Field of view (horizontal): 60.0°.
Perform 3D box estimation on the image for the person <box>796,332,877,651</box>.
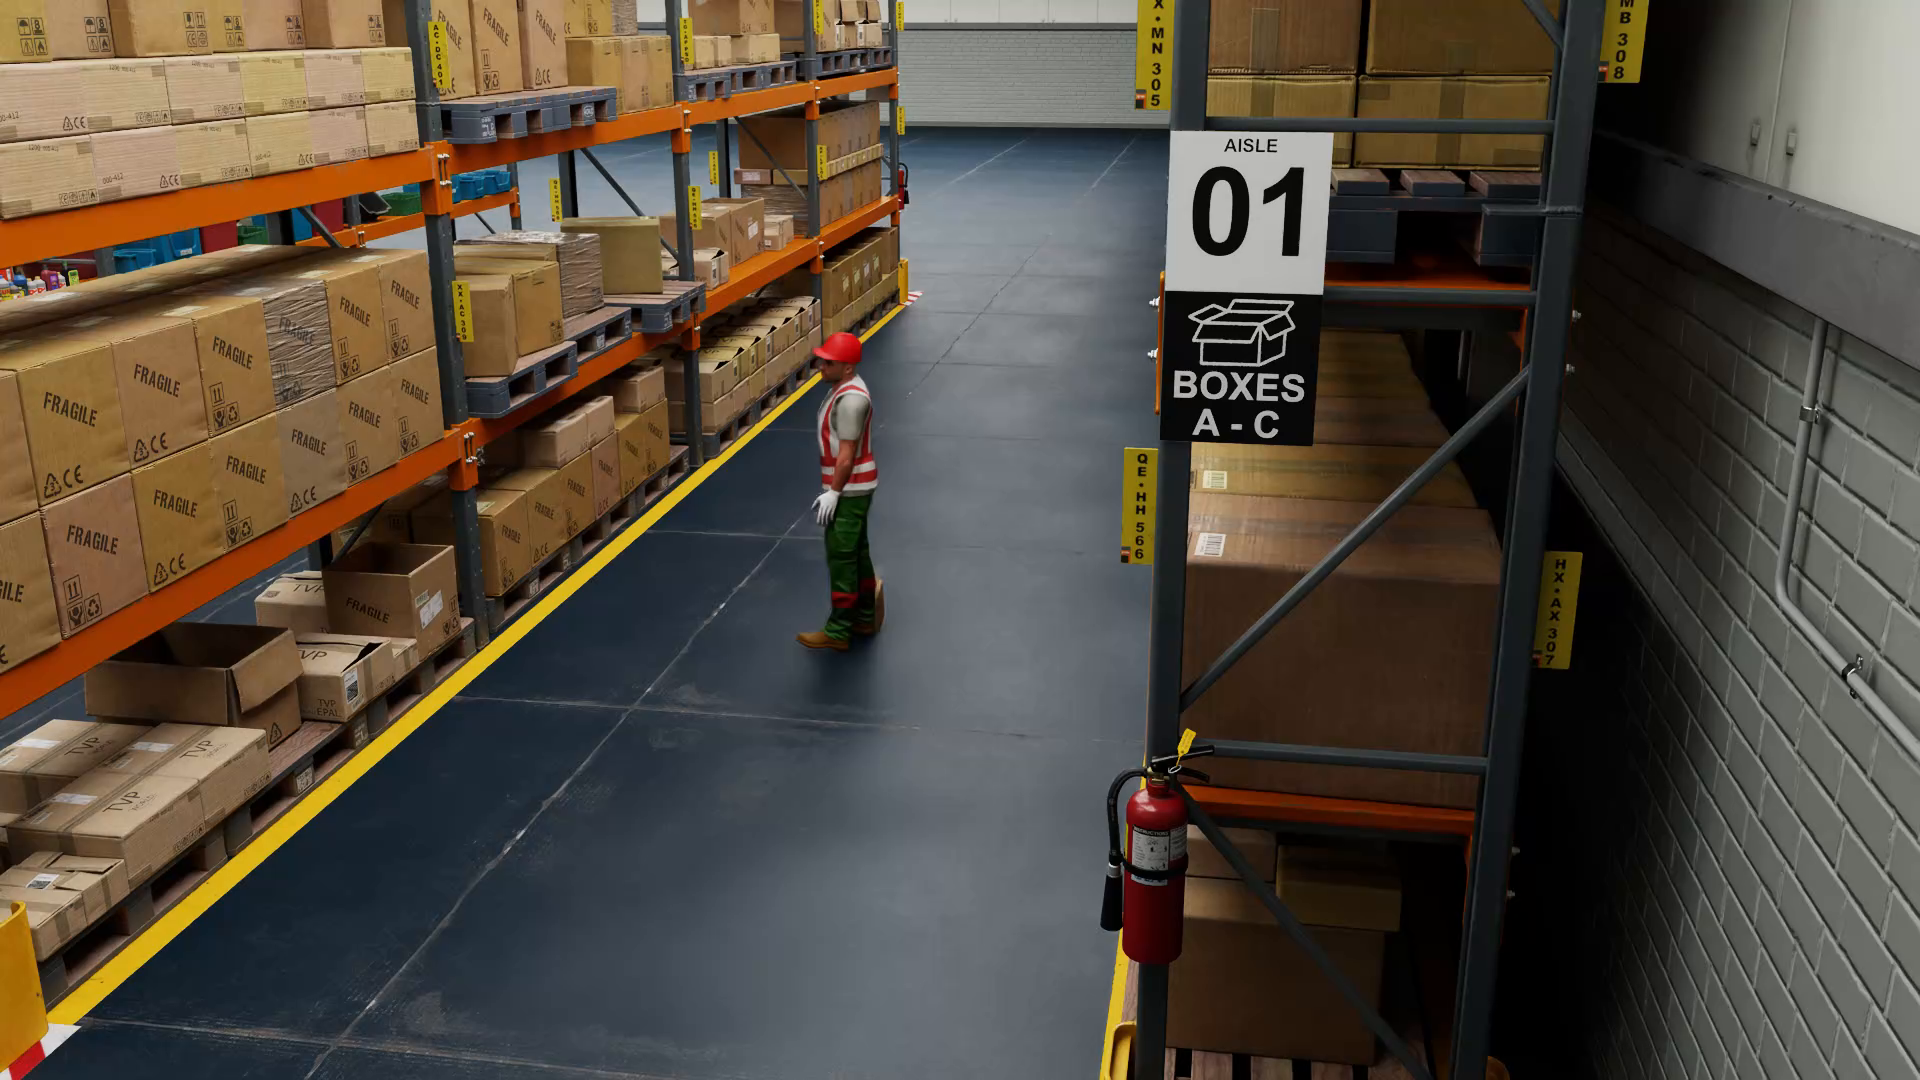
[{"bbox_3d":[-0.701,-0.275,9.274,0.479,1.795,0.568,-2,18,-5],"label":"person"}]
